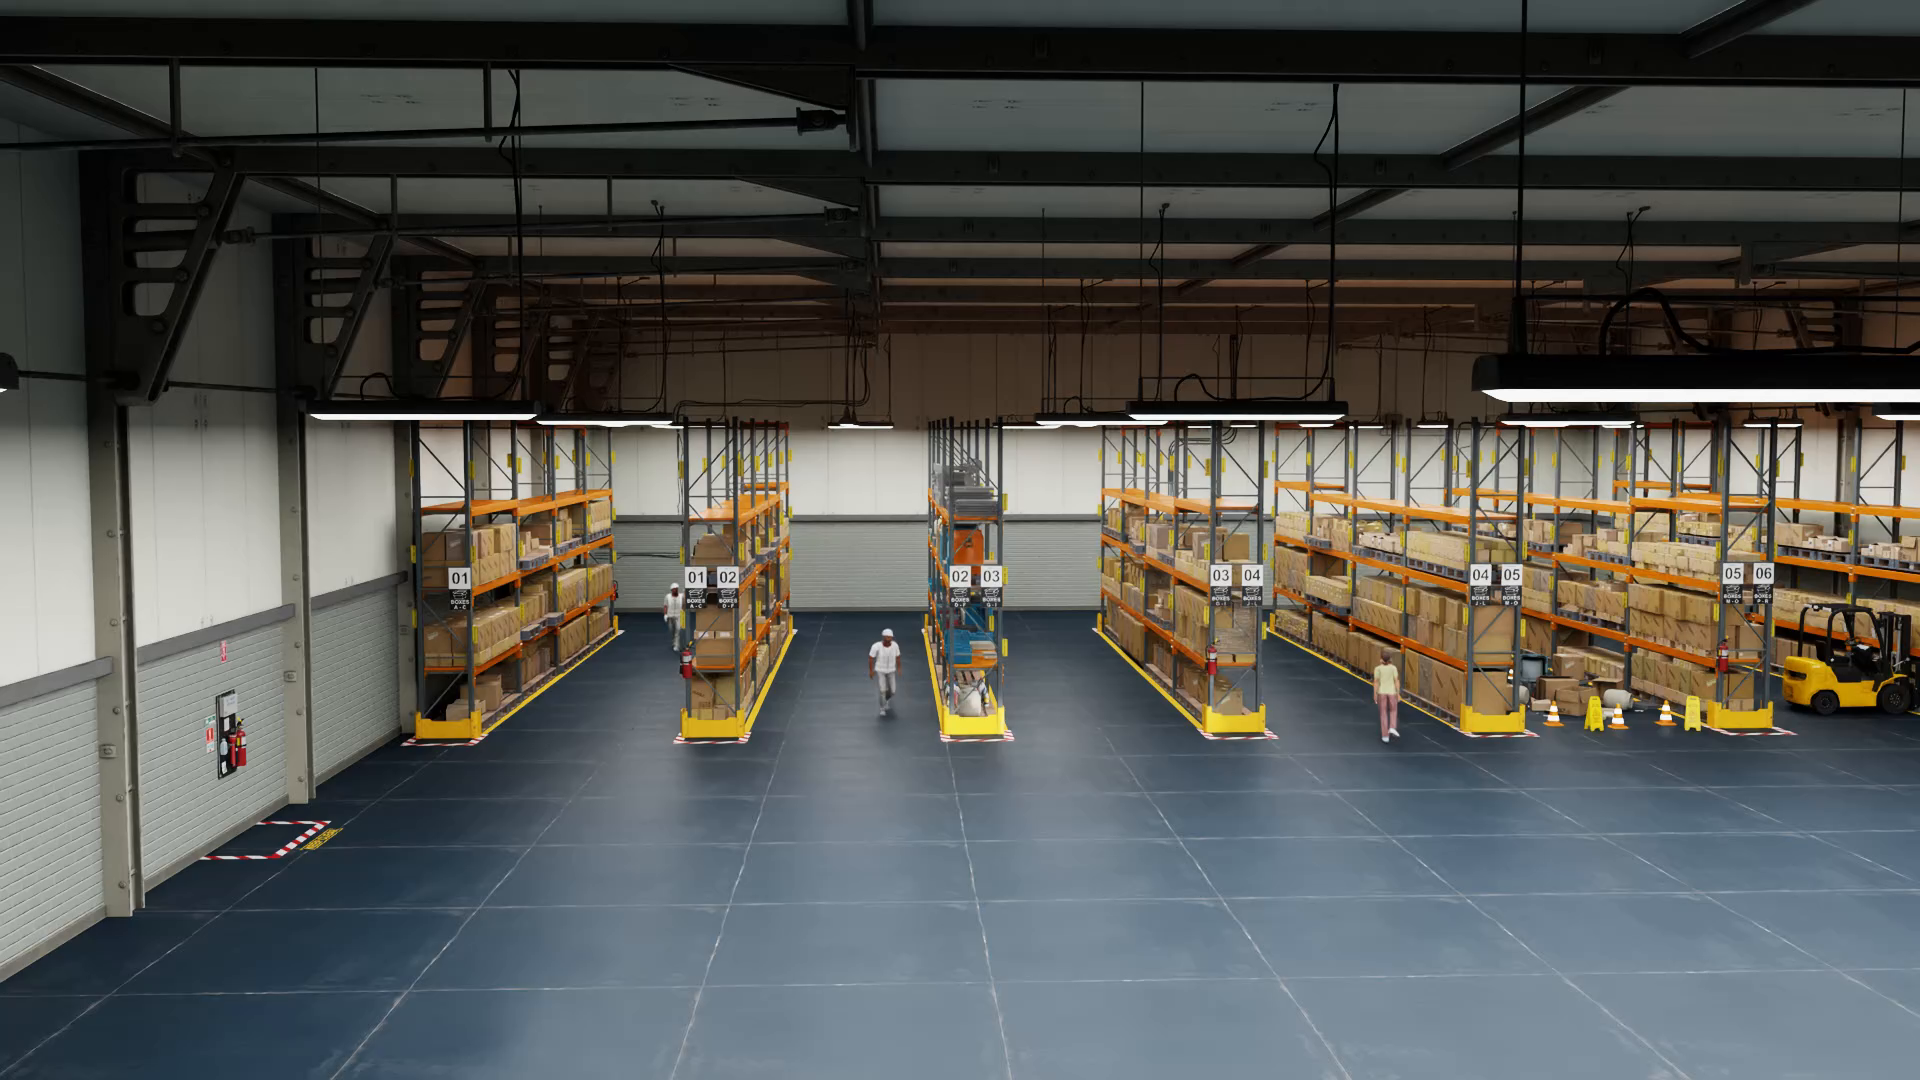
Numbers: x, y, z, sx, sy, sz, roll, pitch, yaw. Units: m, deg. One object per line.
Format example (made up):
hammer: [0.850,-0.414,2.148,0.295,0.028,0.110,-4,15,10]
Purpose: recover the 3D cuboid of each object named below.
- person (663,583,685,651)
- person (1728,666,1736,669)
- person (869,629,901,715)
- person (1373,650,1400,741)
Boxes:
person: [-7.498,1.998,43.546,0.530,1.722,1.069,0,4,0]
person: [16.575,2.527,35.896,0.549,1.721,0.524,0,4,-2]
person: [-1.548,2.657,33.764,0.635,1.744,0.666,-2,4,-23]
person: [7.884,2.877,30.741,0.486,1.658,0.458,1,4,10]
